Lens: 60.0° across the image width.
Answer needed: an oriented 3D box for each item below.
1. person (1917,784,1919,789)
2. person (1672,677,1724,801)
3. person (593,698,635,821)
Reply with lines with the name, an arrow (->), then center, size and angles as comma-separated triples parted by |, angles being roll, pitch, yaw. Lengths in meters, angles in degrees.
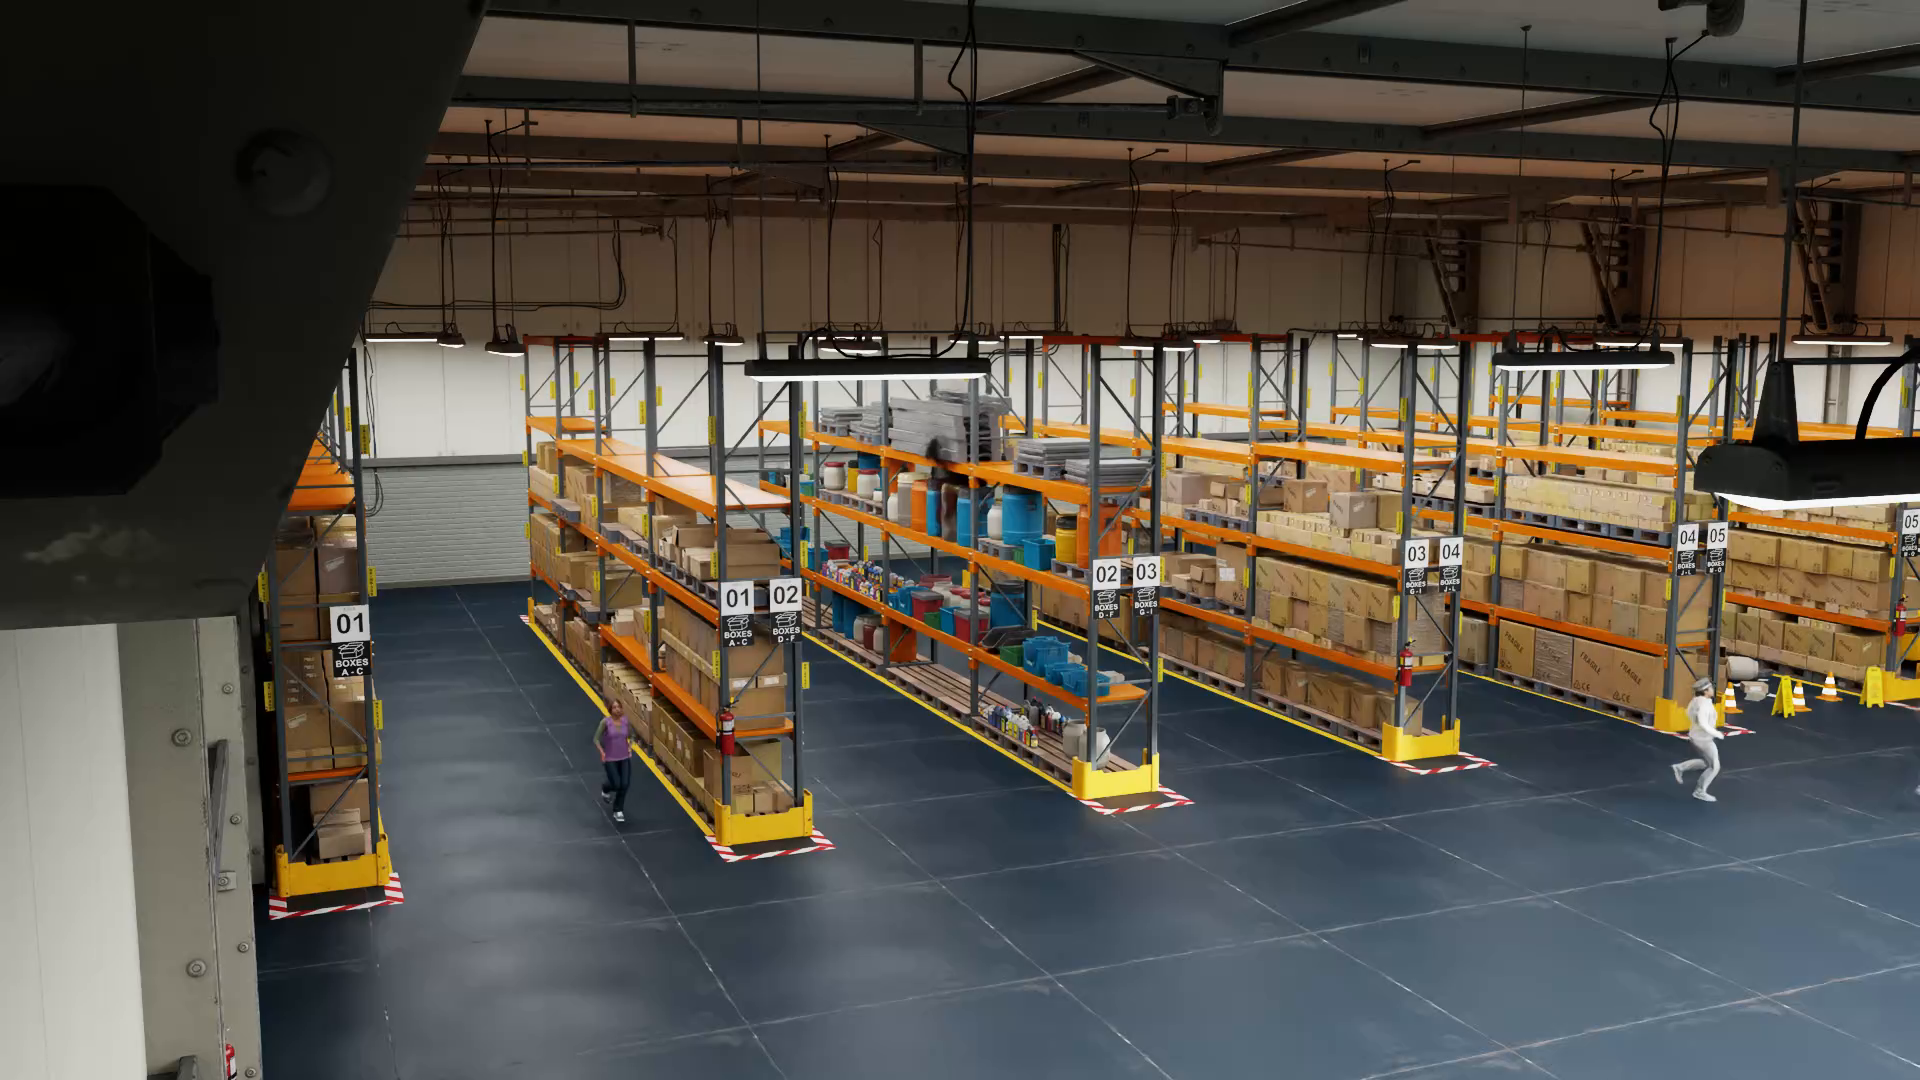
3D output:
person -> 12.812, 2.685, 21.335 | 0.922, 1.672, 0.568 | 2, 8, 12
person -> 9.742, 2.620, 21.937 | 0.553, 1.666, 0.657 | 1, 8, 8
person -> -4.372, 2.772, 21.118 | 0.538, 1.557, 0.549 | -4, 9, -30
